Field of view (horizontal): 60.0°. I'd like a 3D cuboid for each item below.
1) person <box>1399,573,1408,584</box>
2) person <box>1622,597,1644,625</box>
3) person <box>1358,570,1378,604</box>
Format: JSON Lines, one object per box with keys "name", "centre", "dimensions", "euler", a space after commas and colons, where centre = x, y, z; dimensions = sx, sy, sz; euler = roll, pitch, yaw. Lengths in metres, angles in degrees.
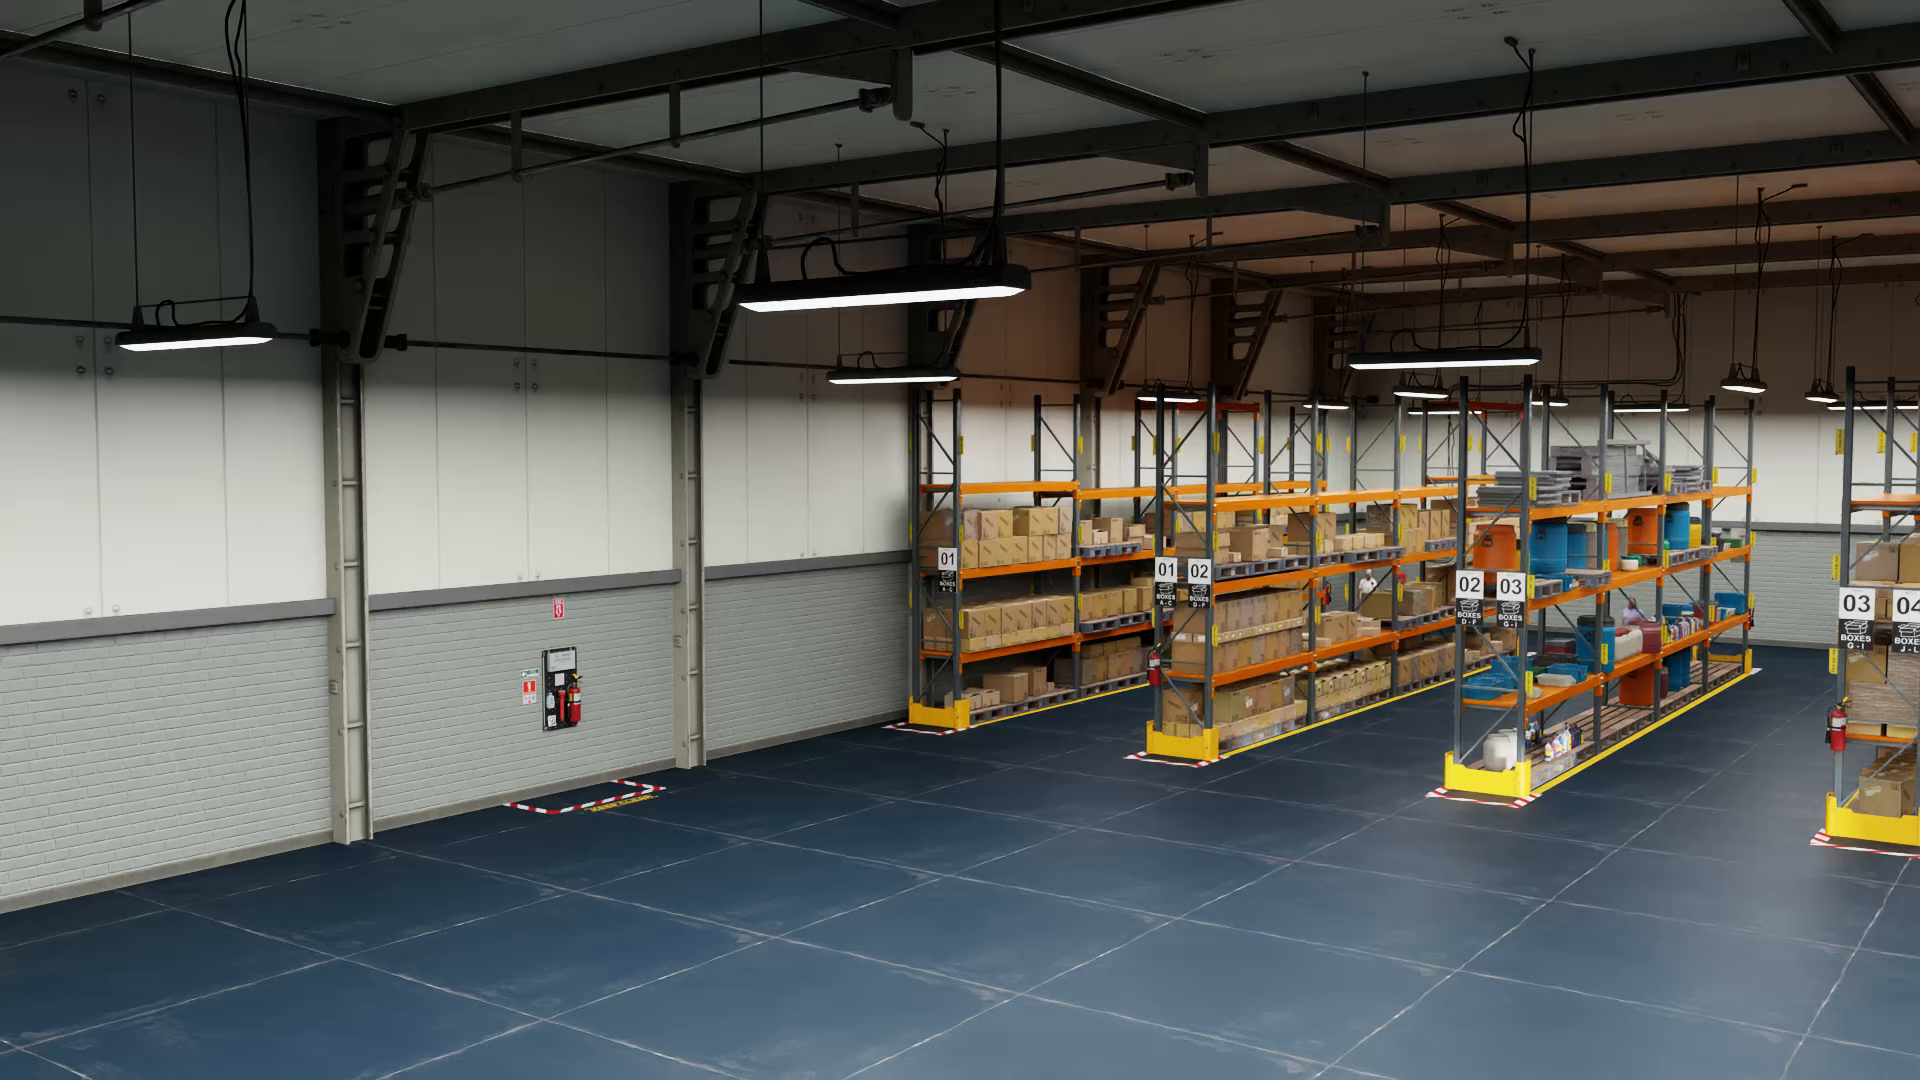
{"name": "person", "centre": [11.084, 1.731, 41.850], "dimensions": [0.533, 1.820, 0.617], "euler": [3, 4, 39]}
{"name": "person", "centre": [15.056, 2.067, 37.249], "dimensions": [0.493, 1.586, 1.008], "euler": [2, 4, 34]}
{"name": "person", "centre": [11.062, 1.615, 45.047], "dimensions": [0.490, 1.623, 0.977], "euler": [0, 3, 2]}
